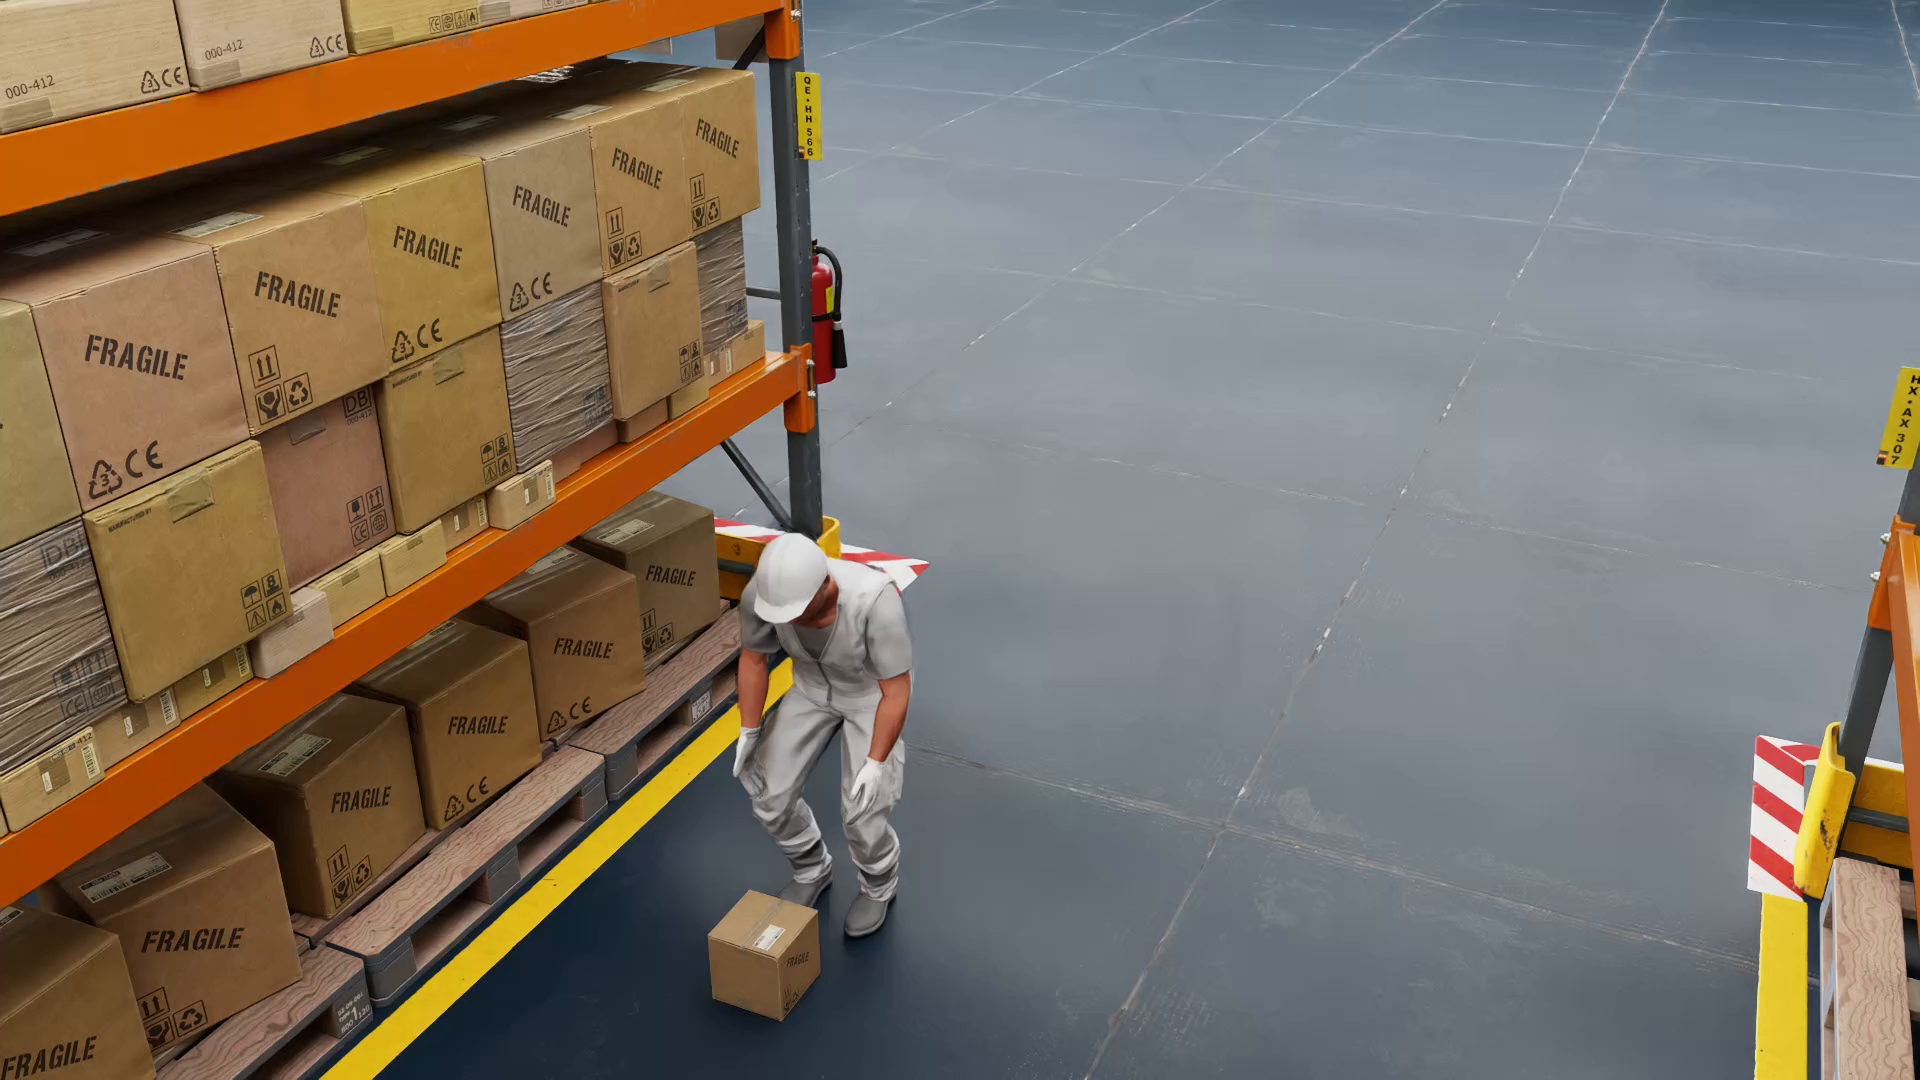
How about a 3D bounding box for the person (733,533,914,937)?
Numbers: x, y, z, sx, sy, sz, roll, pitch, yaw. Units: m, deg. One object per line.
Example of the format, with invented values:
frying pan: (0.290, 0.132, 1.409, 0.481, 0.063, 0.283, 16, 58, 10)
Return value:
person: (-0.396, 0.577, 5.227, 0.579, 1.500, 0.711, 11, 28, 22)
